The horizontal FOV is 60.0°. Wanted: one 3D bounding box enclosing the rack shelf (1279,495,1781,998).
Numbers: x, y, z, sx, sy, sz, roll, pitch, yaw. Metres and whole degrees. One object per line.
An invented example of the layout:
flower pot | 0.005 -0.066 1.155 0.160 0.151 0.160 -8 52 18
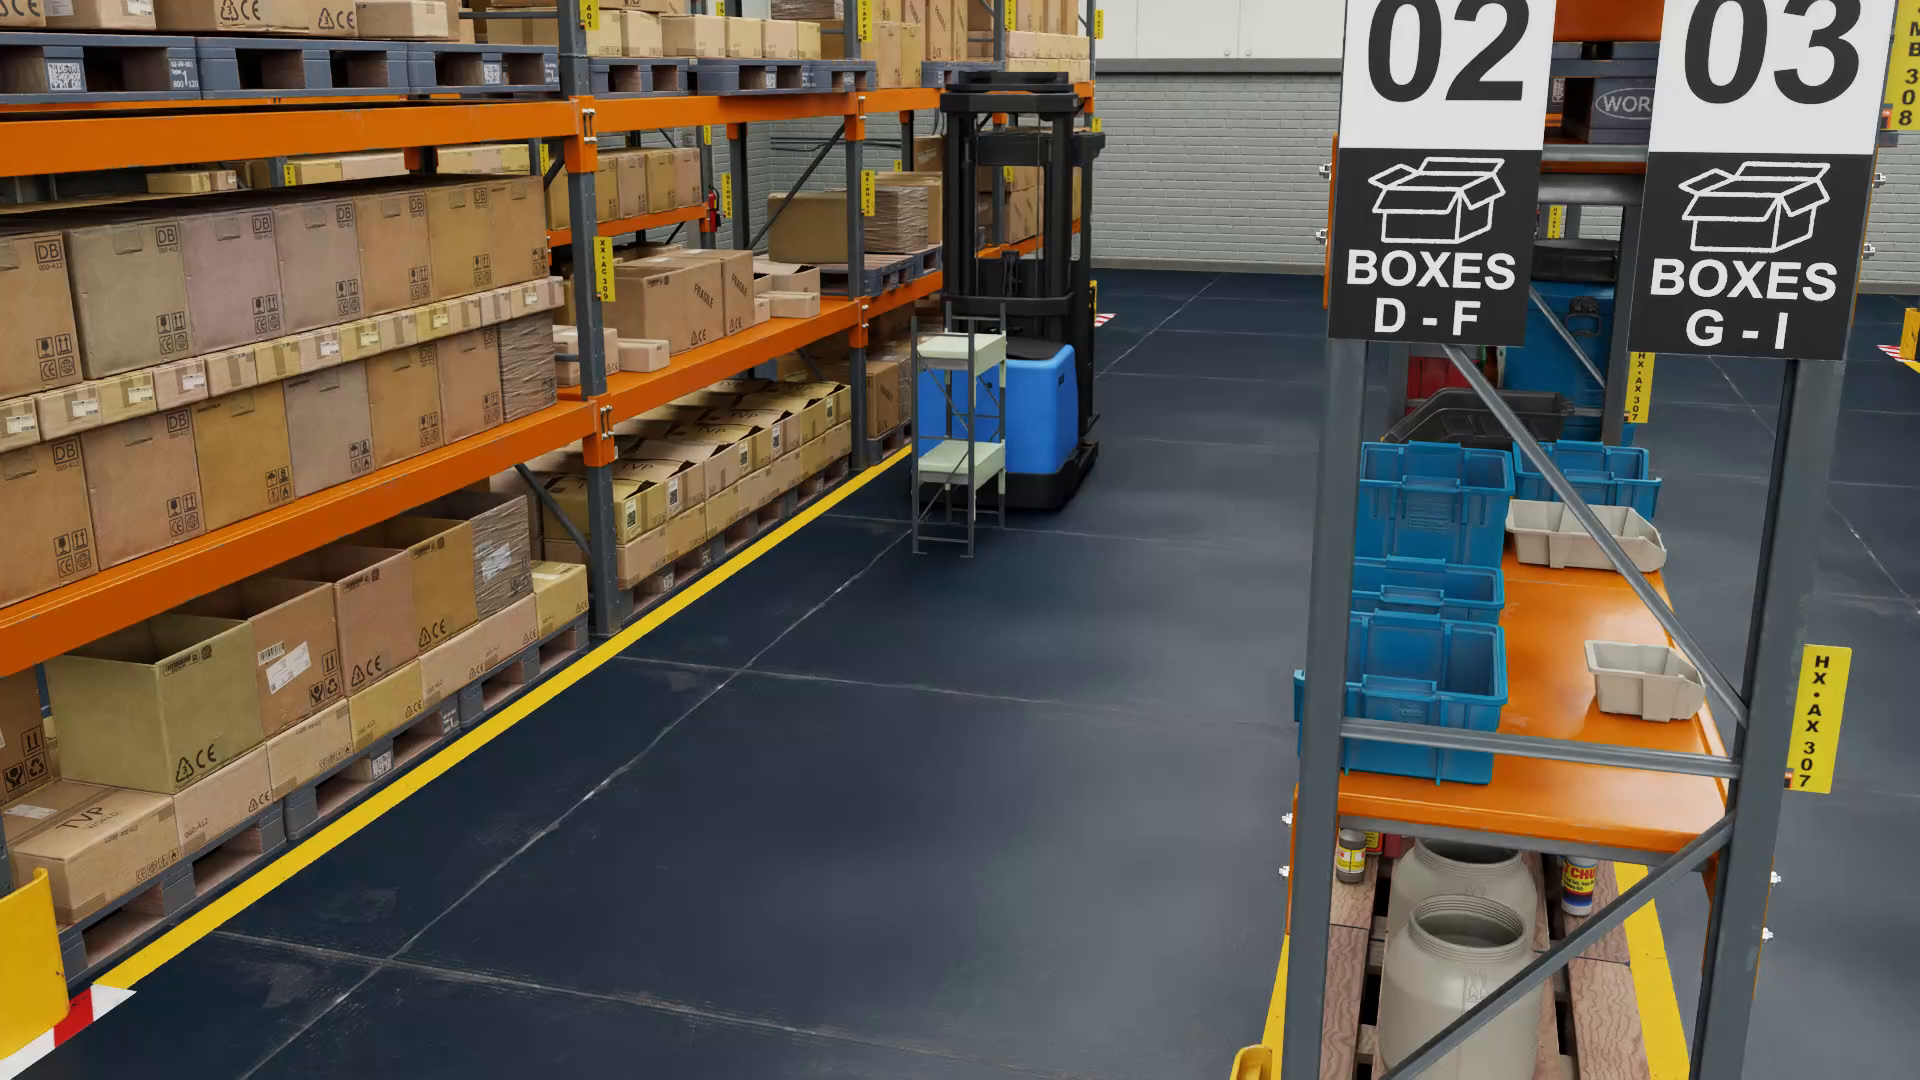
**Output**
rack shelf | 1.839 0.289 5.631 1.077 0.370 4.000 5 16 16

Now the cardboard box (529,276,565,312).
cardboard box | -2.213 -1.238 8.324 0.380 0.149 0.250 5 16 16

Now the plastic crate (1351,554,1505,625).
plastic crate | 1.316 0.214 4.849 0.499 0.251 0.408 5 16 16

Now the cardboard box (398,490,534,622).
cardboard box | -2.417 0.063 8.006 0.500 0.500 0.500 5 16 16

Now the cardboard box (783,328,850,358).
cardboard box | -1.152 -1.660 13.584 0.500 0.250 0.500 5 17 18

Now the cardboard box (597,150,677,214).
cardboard box | -4.013 -4.307 19.967 0.980 0.700 0.700 4 16 15

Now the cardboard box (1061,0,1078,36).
cardboard box | 0.939 -5.941 18.766 0.700 0.500 0.500 5 16 16

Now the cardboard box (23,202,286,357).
cardboard box | -3.031 -0.996 6.283 0.700 0.500 0.500 5 16 16

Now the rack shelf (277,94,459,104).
rack shelf | -5.387 -4.015 15.310 1.077 0.370 4.000 5 16 16

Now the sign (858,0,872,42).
sign | -0.675 -3.696 11.775 0.100 0.325 0.005 5 16 16

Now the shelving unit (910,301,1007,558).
shelving unit | -0.002 -0.720 10.619 0.431 1.500 0.755 5 16 16

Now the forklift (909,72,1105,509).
forklift | 0.466 -1.982 12.446 1.130 2.935 3.031 3 16 12

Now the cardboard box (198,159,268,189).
cardboard box | -6.075 -3.095 14.106 0.500 0.250 0.500 5 17 17

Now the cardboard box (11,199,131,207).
cardboard box | -6.412 -2.203 12.111 0.700 0.500 0.500 5 16 16

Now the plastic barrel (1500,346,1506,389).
plastic barrel | 2.889 -0.879 8.182 0.433 0.535 0.433 0 16 0

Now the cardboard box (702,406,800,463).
cardboard box | -1.405 -0.736 11.170 0.500 0.311 0.500 5 16 16

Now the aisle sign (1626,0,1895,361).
aisle sign | 1.531 -0.743 3.187 0.394 0.787 0.004 5 16 16

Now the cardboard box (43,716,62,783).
cardboard box | -3.478 0.907 6.404 0.500 0.250 0.500 5 16 16

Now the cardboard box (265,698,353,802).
cardboard box | -2.831 0.817 6.721 0.500 0.250 0.500 5 16 16

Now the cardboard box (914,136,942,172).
cardboard box | -0.172 -3.740 16.502 0.500 0.500 0.500 5 17 16

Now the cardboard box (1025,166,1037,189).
cardboard box | 0.482 -3.824 16.798 0.500 0.500 0.500 4 16 14

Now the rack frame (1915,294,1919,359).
rack frame | 10.566 -3.336 17.092 1.000 3.000 0.127 5 16 16

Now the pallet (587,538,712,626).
pallet | -2.169 0.180 9.806 1.003 0.211 1.213 5 16 16

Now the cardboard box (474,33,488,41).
cardboard box | -4.849 -5.260 17.701 0.500 0.250 0.500 5 17 16

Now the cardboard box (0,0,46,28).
cardboard box | -3.311 -1.831 5.075 0.797 0.503 0.637 6 17 20

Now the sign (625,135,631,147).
sign | -4.212 -4.987 21.183 0.100 0.325 0.005 5 16 16

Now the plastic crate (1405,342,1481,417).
plastic crate | 2.251 -0.761 7.899 0.402 0.464 0.583 5 16 16

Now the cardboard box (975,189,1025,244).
cardboard box | 0.338 -3.219 16.497 0.500 0.500 0.500 5 17 17

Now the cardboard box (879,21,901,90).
cardboard box | -0.968 -3.753 12.884 0.910 0.500 0.500 5 16 16

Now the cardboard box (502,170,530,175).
cardboard box | -4.708 -3.502 16.914 0.500 0.500 0.500 4 16 15

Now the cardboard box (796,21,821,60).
cardboard box | -1.279 -3.462 11.545 0.500 0.250 0.500 3 16 12

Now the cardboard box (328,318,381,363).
cardboard box | -2.648 -0.836 6.907 0.380 0.149 0.250 5 17 18

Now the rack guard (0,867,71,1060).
rack guard | -3.485 1.290 5.365 1.175 0.500 0.348 5 16 16

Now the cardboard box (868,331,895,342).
cardboard box | -0.873 -1.557 14.596 0.500 0.500 0.500 4 16 14

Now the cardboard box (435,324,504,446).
cardboard box | -2.605 -0.758 7.823 0.700 0.500 0.500 4 16 15

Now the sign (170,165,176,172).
sign | -6.488 -2.994 13.767 0.100 0.325 0.005 5 16 16

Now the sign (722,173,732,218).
sign | -1.727 -2.570 12.418 0.100 0.325 0.005 5 16 16

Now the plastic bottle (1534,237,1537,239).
plastic bottle | 4.856 -2.425 14.095 0.061 0.283 0.133 5 16 16

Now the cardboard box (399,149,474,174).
cardboard box | -5.005 -3.595 15.866 0.500 0.250 0.500 5 17 17

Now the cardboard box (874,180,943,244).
cardboard box | -0.511 -2.841 14.397 0.700 0.500 0.500 1 16 2

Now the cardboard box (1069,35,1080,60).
cardboard box | 1.026 -5.431 18.342 0.500 0.250 0.500 5 16 16

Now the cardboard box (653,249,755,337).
cardboard box | -1.666 -1.620 10.859 0.500 0.500 0.500 4 16 13

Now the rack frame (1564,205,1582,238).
rack frame | 3.544 -1.627 11.067 1.000 3.000 0.127 5 16 16

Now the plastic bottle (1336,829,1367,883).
plastic bottle | 1.372 1.086 5.824 0.097 0.201 0.097 0 16 0

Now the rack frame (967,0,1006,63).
rack frame | -0.068 -5.944 15.296 1.000 3.000 0.127 5 16 16

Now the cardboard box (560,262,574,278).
cardboard box | -4.235 -3.016 18.589 0.380 0.149 0.250 5 17 18

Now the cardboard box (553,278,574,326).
cardboard box | -4.507 -2.629 18.411 0.700 0.500 0.500 5 17 17

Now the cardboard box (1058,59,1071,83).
cardboard box | 0.894 -5.059 17.946 0.500 0.250 0.500 5 16 16

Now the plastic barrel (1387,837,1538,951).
plastic barrel | 1.526 1.152 5.061 0.421 0.512 0.421 0 16 0

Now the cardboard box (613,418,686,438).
cardboard box | -2.069 -0.641 10.833 0.500 0.311 0.500 4 16 15

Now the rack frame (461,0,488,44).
rack frame | -4.818 -6.328 16.647 1.000 3.000 0.127 5 16 16

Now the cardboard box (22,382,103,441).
cardboard box | -3.087 -0.434 5.491 0.380 0.149 0.250 4 16 14

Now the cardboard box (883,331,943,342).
cardboard box | -0.367 -1.523 14.476 0.500 0.500 0.500 4 16 14

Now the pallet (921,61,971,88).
pallet | -0.612 -3.974 14.191 1.213 0.211 1.003 5 16 16

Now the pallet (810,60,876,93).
pallet | -1.312 -3.180 11.391 1.213 0.211 1.003 5 17 18

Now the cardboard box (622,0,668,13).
cardboard box | -1.988 -3.208 9.277 0.500 0.500 0.500 6 17 21

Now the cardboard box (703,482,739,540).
cardboard box | -1.698 -0.200 10.307 0.500 0.250 0.500 4 16 14

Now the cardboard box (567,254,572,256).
cardboard box | -4.372 -3.259 19.444 0.380 0.149 0.250 4 16 15

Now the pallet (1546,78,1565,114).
pallet | 2.296 -1.736 6.302 1.213 0.211 1.003 5 16 16
